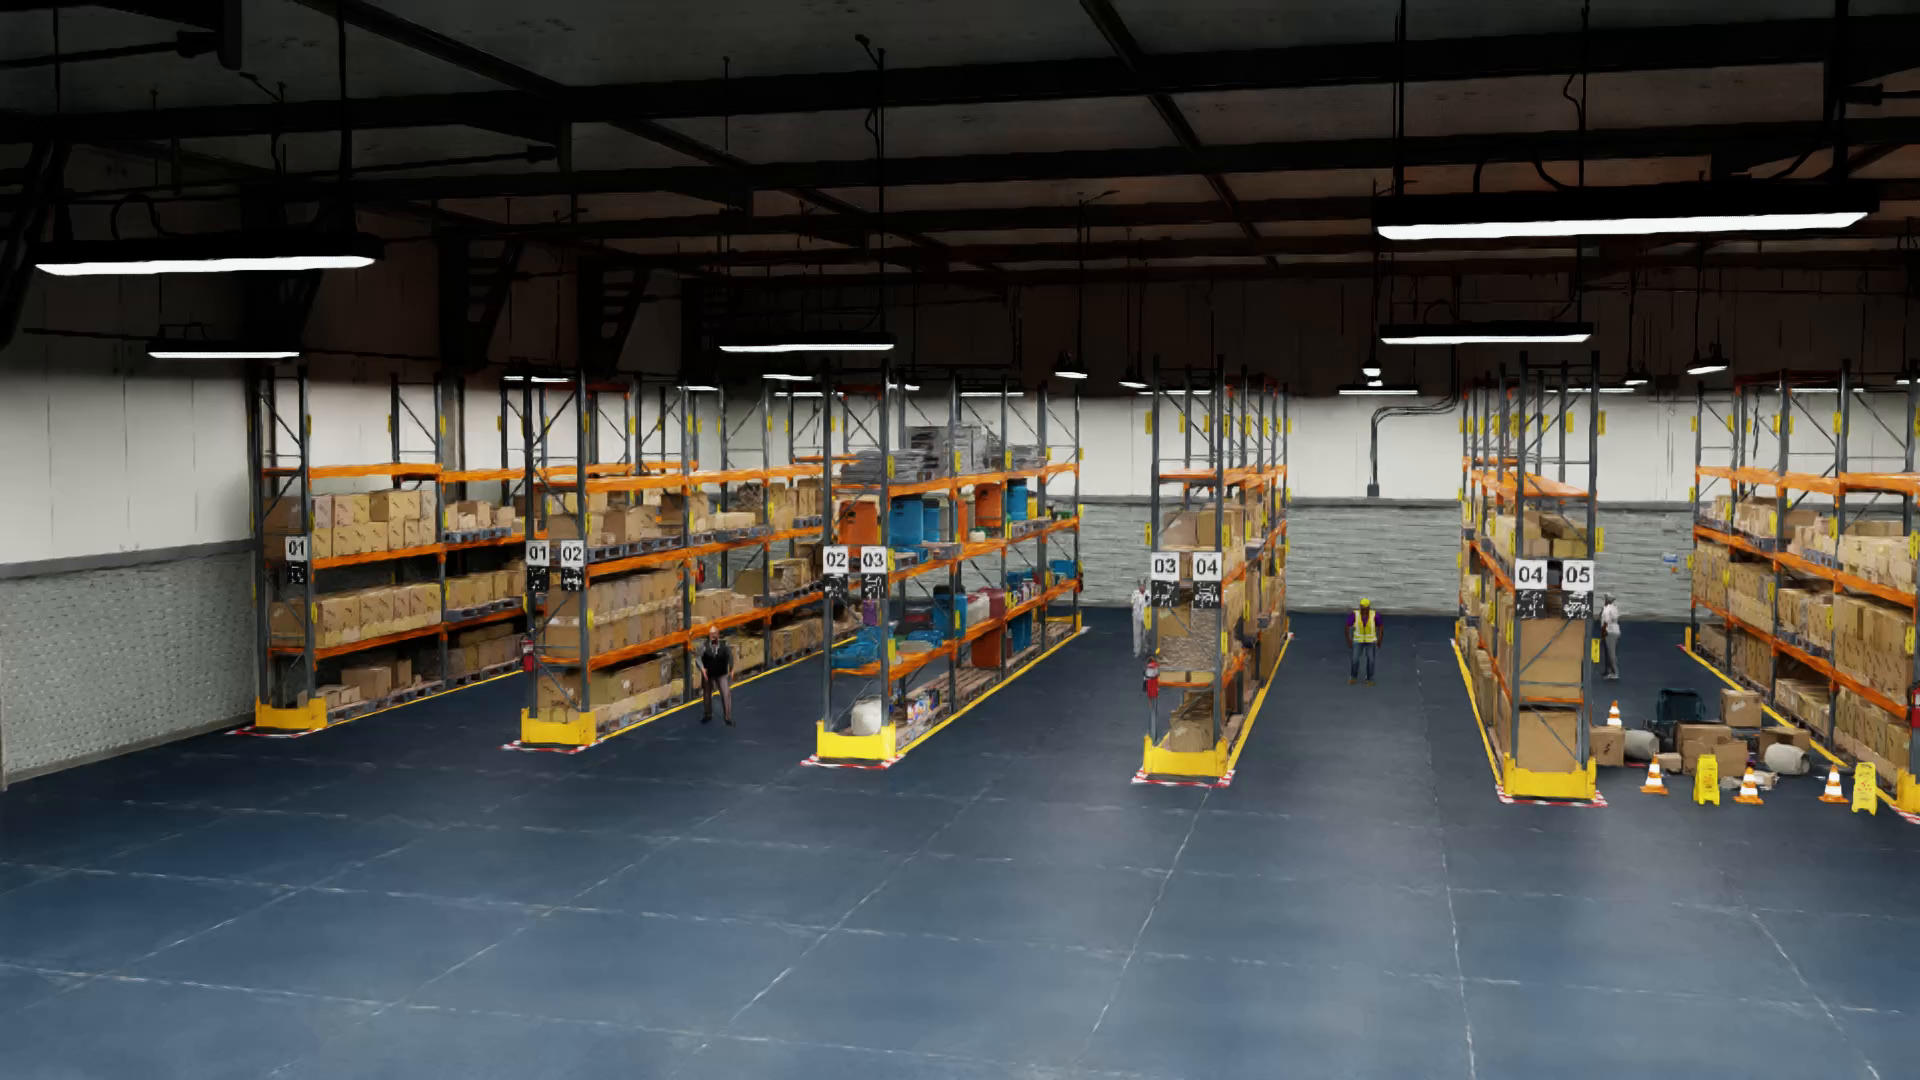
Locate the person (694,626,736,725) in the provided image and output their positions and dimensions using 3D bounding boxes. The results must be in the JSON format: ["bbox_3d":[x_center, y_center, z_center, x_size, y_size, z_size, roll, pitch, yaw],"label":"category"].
[{"bbox_3d":[-4.081,2.249,27.771,0.682,1.660,0.800,0,4,-6],"label":"person"}]

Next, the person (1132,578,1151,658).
[{"bbox_3d":[3.964,1.666,35.911,0.556,1.712,1.040,1,4,13],"label":"person"}]

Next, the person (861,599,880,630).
[{"bbox_3d":[-1.918,1.754,35.791,0.415,1.502,1.042,1,4,12],"label":"person"}]

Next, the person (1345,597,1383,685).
[{"bbox_3d":[7.774,1.947,32.006,0.719,1.714,0.578,1,4,13],"label":"person"}]

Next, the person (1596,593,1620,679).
[{"bbox_3d":[12.836,1.887,32.924,0.551,1.665,0.573,4,5,43],"label":"person"}]
